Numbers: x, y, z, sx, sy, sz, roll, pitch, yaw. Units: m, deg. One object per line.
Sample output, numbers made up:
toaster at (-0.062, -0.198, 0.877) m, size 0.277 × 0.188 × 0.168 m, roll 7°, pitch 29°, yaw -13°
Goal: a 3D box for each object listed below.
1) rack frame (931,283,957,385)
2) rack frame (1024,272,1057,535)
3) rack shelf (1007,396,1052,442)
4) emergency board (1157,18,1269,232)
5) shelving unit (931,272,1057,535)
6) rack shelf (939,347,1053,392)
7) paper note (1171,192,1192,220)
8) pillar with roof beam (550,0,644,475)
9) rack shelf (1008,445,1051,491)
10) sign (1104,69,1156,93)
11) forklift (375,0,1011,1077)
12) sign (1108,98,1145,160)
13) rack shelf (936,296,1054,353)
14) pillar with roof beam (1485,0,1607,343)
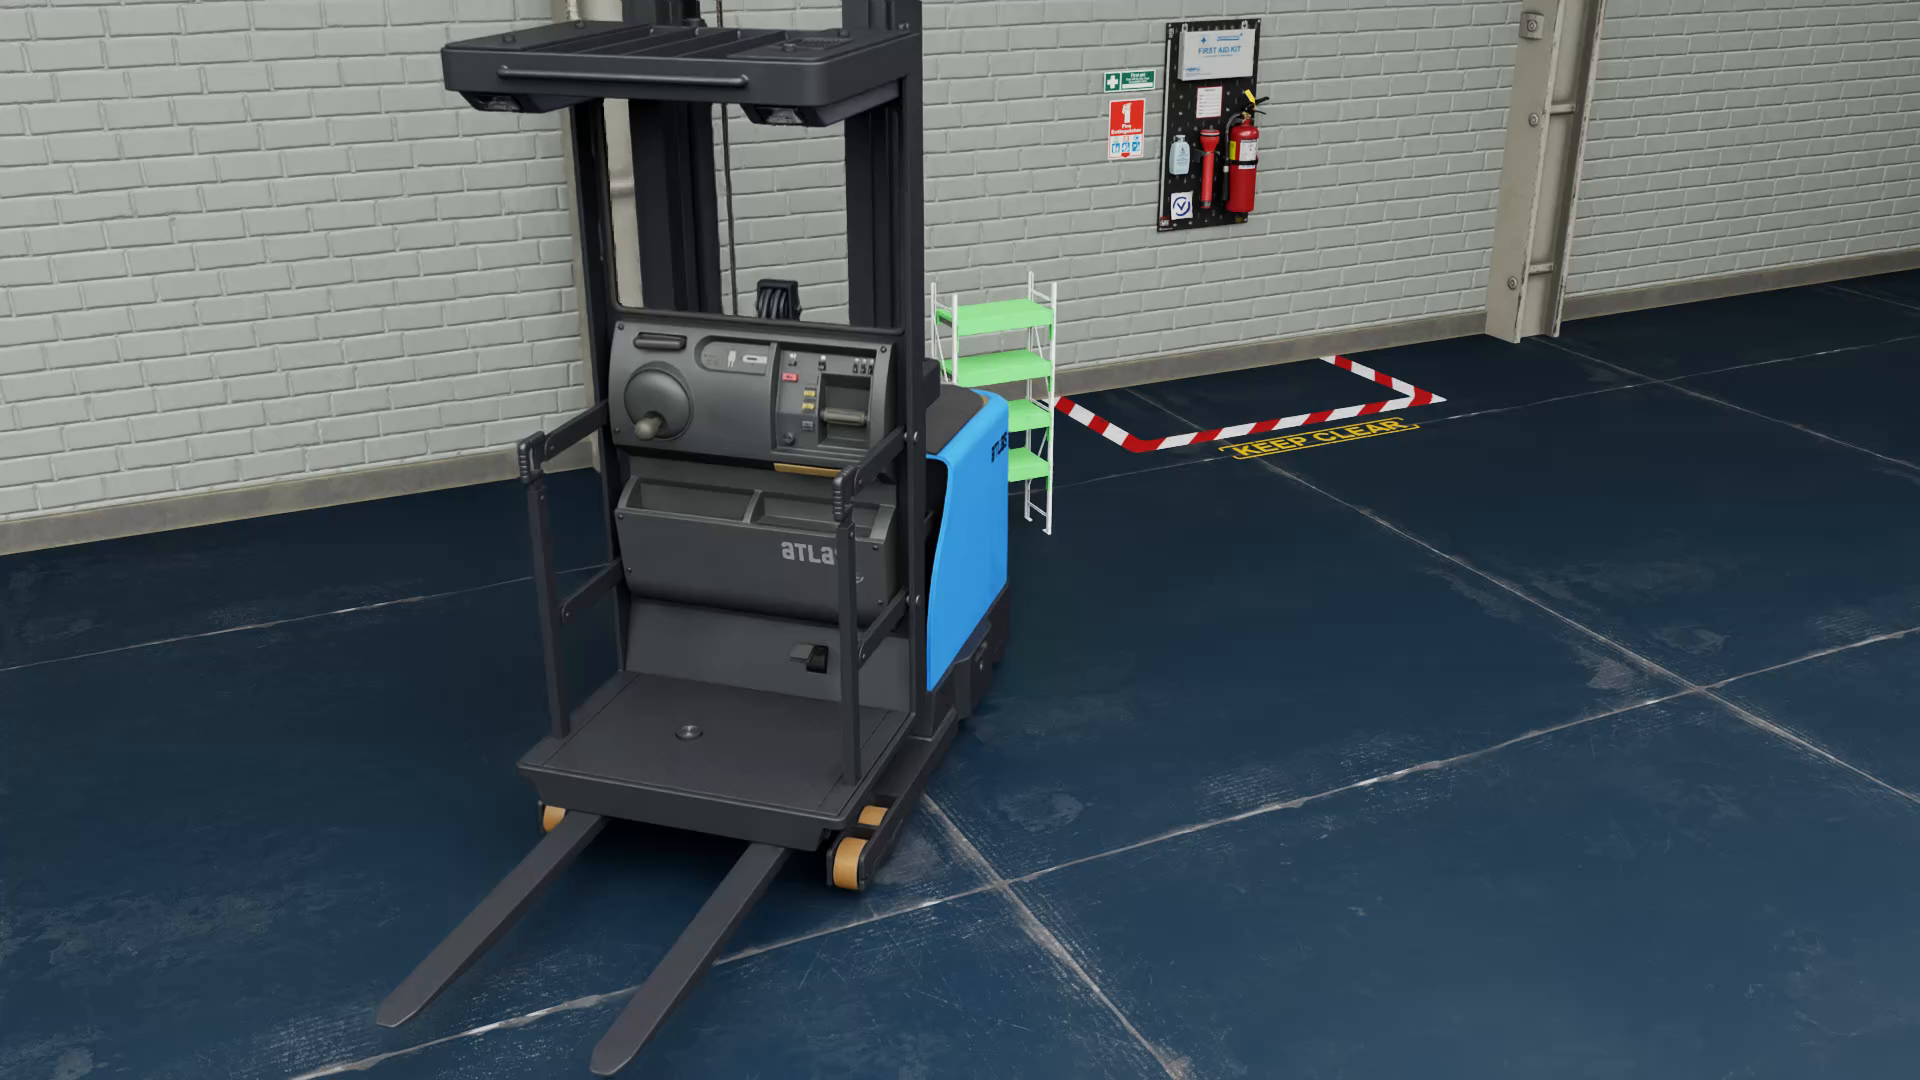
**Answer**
rack frame at (-0.071, -0.541, 7.489) m, size 0.015 × 1.200 × 0.240 m, roll -10°, pitch 25°, yaw -24°
rack frame at (0.369, -0.622, 7.685) m, size 0.015 × 1.200 × 0.240 m, roll -10°, pitch 25°, yaw -24°
rack shelf at (0.149, -0.523, 7.611) m, size 0.480 × 0.148 × 0.258 m, roll -10°, pitch 25°, yaw -24°
emergency board at (1.483, -2.359, 9.528) m, size 0.643 × 1.169 × 0.194 m, roll -10°, pitch 25°, yaw -24°
shelving unit at (0.149, -0.582, 7.587) m, size 0.503 × 1.200 × 0.258 m, roll -10°, pitch 25°, yaw -24°
rack shelf at (0.149, -0.745, 7.519) m, size 0.480 × 0.148 × 0.258 m, roll -10°, pitch 25°, yaw -24°
paper note at (1.293, -1.947, 9.683) m, size 0.142 × 0.148 × 0.016 m, roll -10°, pitch 25°, yaw -24°
pillar with roof beam at (0.187, -3.049, 3.350) m, size 0.400 × 9.000 × 9.100 m, roll -10°, pitch 25°, yaw -24°
rack shelf at (0.149, -0.301, 7.703) m, size 0.480 × 0.148 × 0.258 m, roll -10°, pitch 25°, yaw -24°
sign at (0.948, -2.562, 9.278) m, size 0.331 × 0.109 × 0.001 m, roll -10°, pitch 25°, yaw -24°
forklift at (-0.721, -0.441, 4.983) m, size 1.130 × 2.935 × 3.031 m, roll 7°, pitch 23°, yaw 16°
sign at (0.940, -2.320, 9.385) m, size 0.234 × 0.329 × 0.001 m, roll -10°, pitch 25°, yaw -24°
rack shelf at (0.149, -0.966, 7.428) m, size 0.480 × 0.148 × 0.258 m, roll -10°, pitch 25°, yaw -24°
pillar with roof beam at (5.593, -4.044, 5.755) m, size 0.400 × 9.000 × 9.100 m, roll -10°, pitch 25°, yaw -24°
